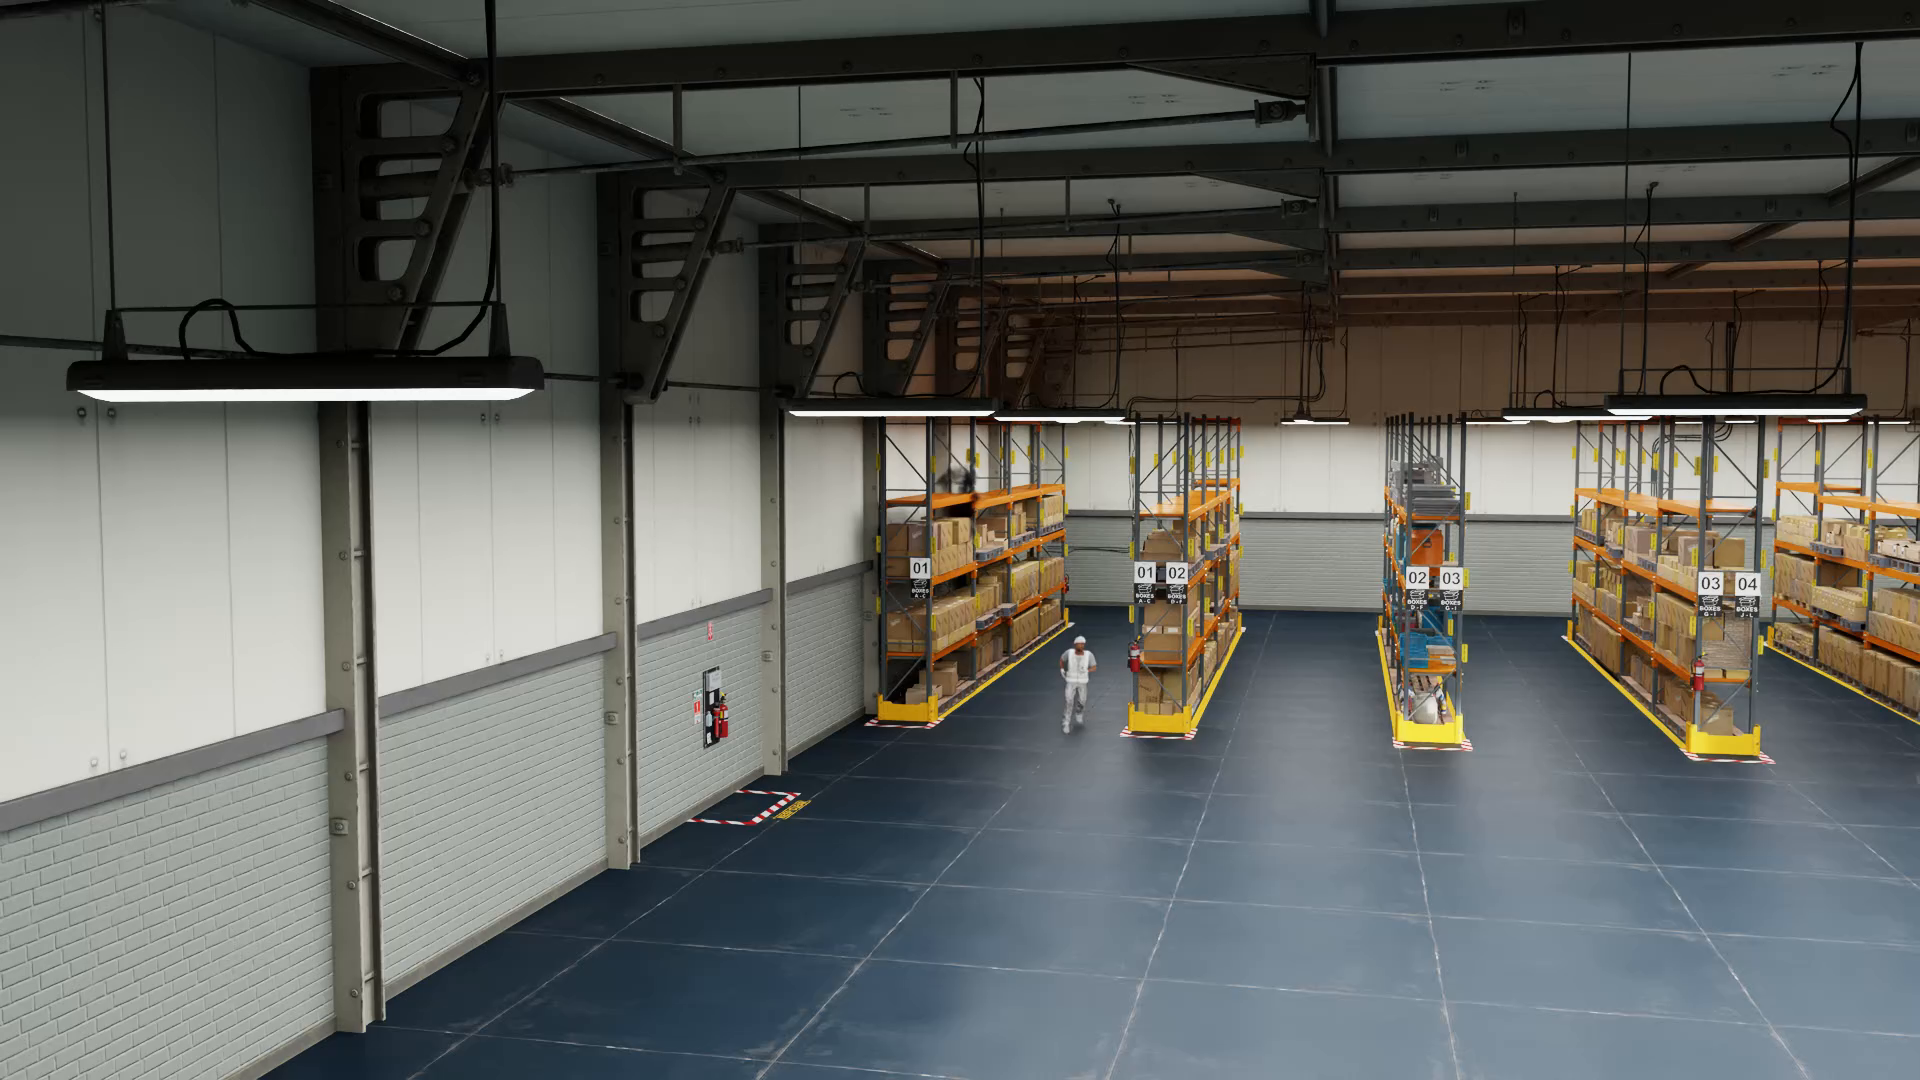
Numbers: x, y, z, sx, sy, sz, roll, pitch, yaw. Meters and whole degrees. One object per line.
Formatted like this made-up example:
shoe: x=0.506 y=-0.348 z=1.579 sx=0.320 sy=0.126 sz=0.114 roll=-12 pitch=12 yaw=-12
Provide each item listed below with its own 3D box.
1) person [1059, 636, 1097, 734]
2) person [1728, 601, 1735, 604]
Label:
person: x=2.245 y=2.705 z=31.506 sx=0.699 sy=1.773 sz=1.000 roll=0 pitch=4 yaw=-1
person: x=20.646 y=1.886 z=44.665 sx=0.732 sy=1.671 sz=0.744 roll=-2 pitch=4 yaw=-26
